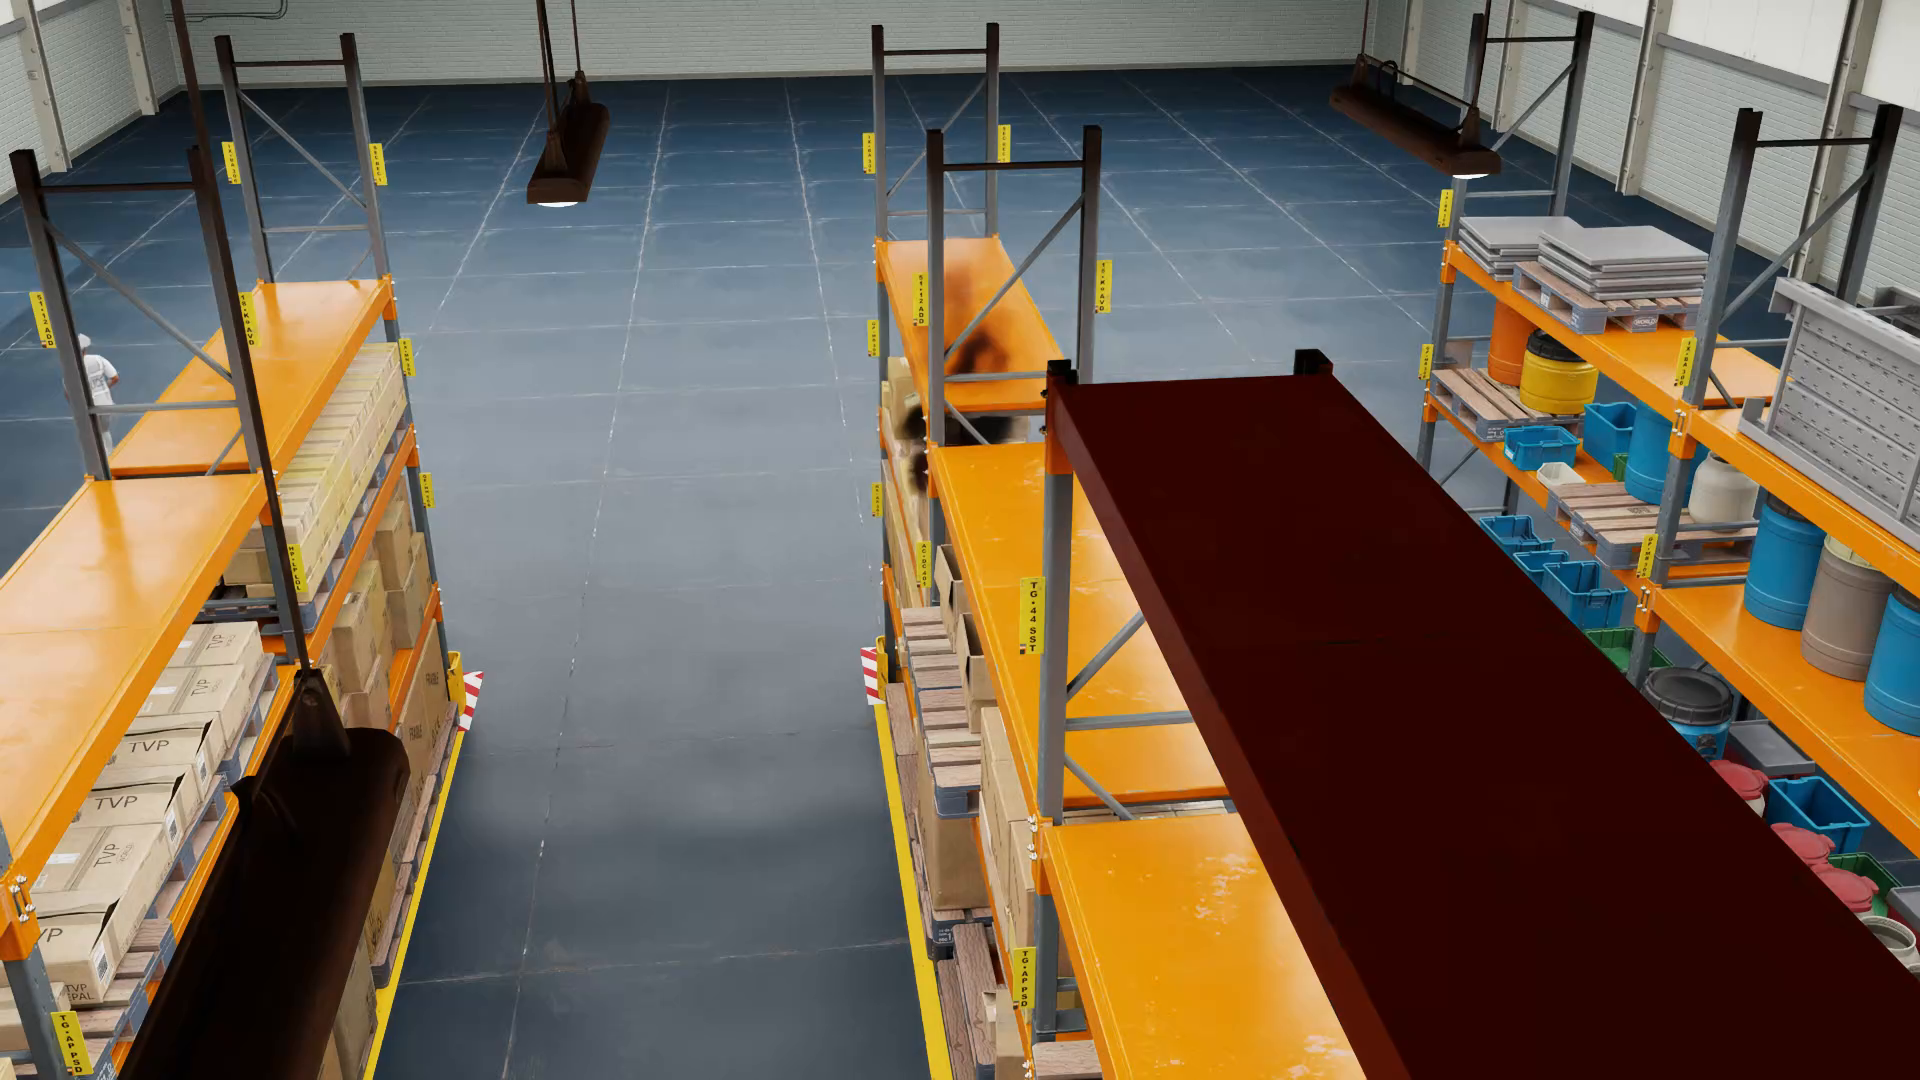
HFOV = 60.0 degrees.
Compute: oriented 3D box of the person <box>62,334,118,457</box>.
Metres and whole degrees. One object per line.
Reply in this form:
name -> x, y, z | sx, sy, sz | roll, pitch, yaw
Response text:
person -> -10.366, -1.619, 19.883 | 0.594, 1.750, 0.669 | 20, 32, 36
